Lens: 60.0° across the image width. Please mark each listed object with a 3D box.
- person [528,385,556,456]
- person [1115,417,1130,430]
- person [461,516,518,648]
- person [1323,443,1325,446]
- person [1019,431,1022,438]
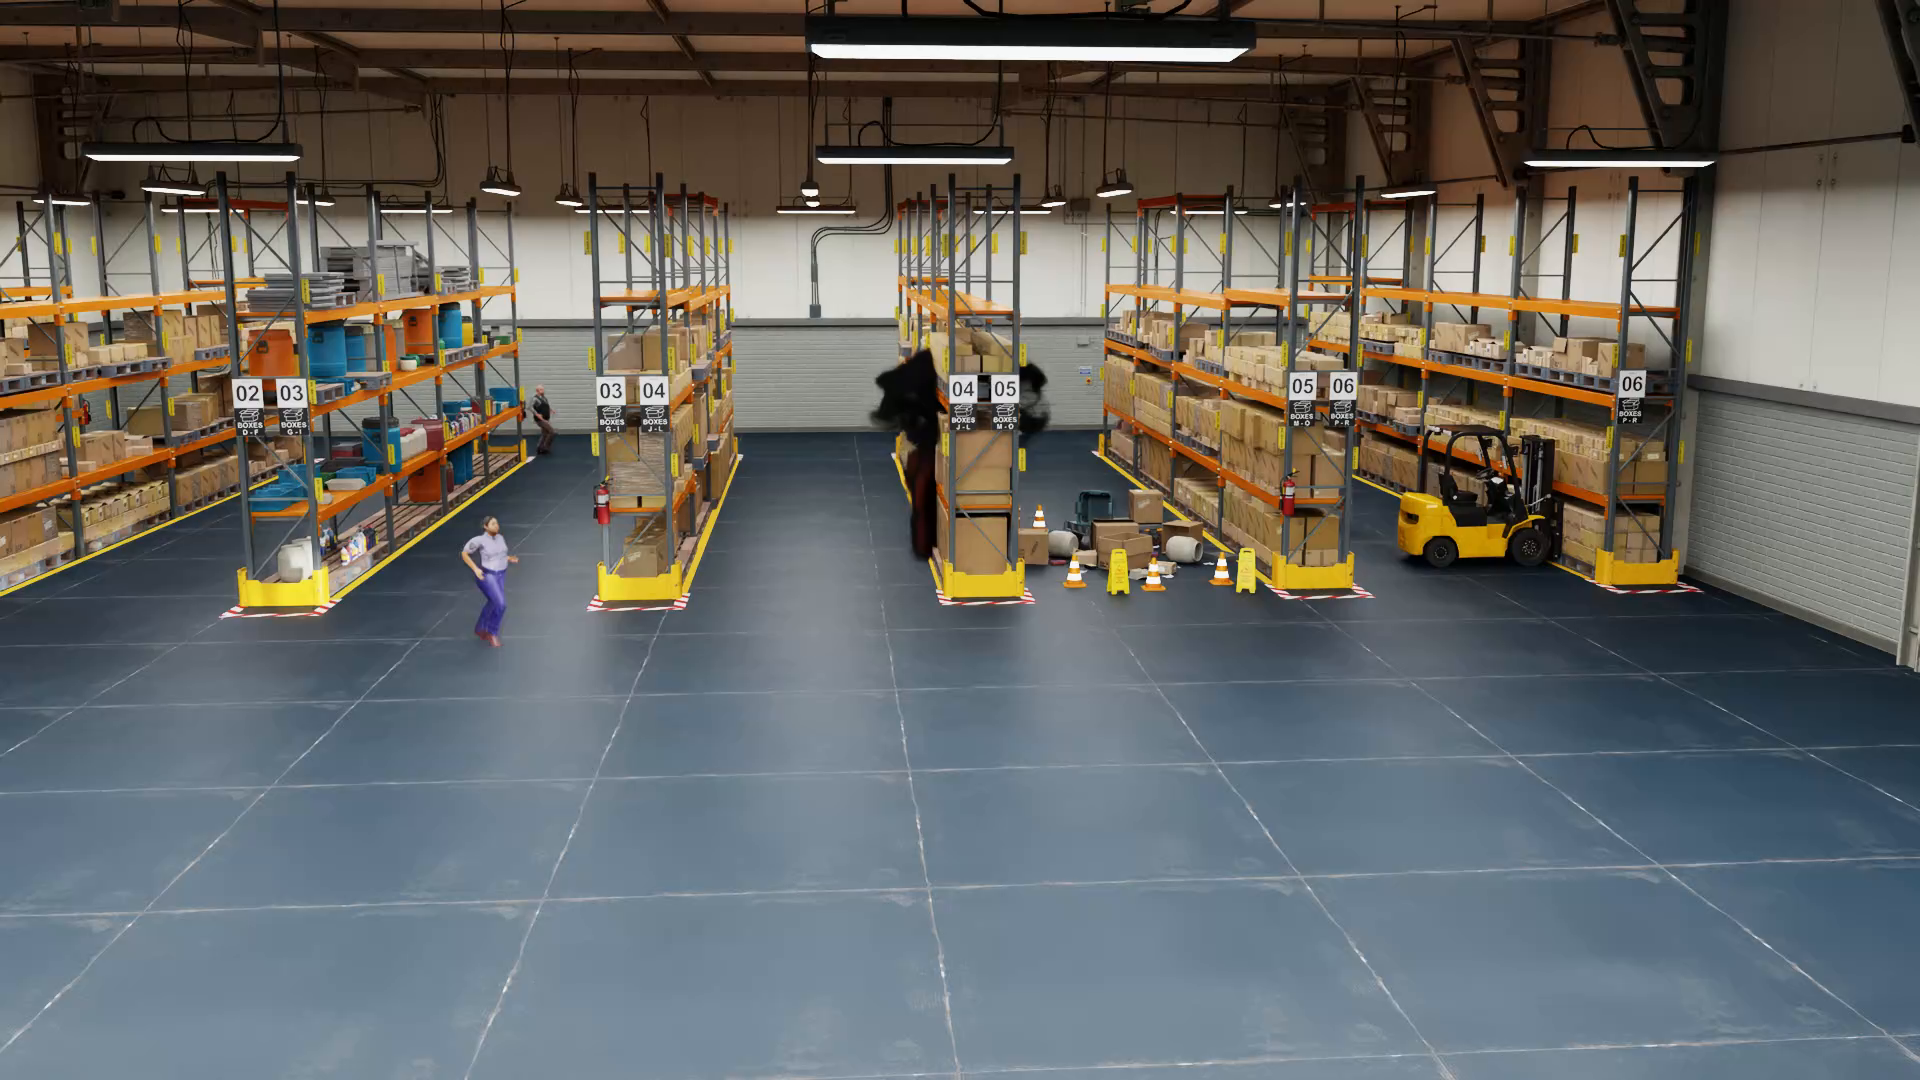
[{"bbox_3d":[-10.028,-2.866,40.106,0.570,1.727,0.709,1,10,3],"label":"person"},{"bbox_3d":[4.153,-3.086,41.581,0.540,1.602,0.575,-2,10,-10],"label":"person"},{"bbox_3d":[-5.926,0.530,21.071,0.721,1.693,0.581,4,11,22],"label":"person"},{"bbox_3d":[6.676,-1.325,31.597,0.543,1.595,0.636,-1,10,-8],"label":"person"},{"bbox_3d":[1.063,-3.031,40.944,0.972,1.769,0.662,-1,10,-7],"label":"person"}]
